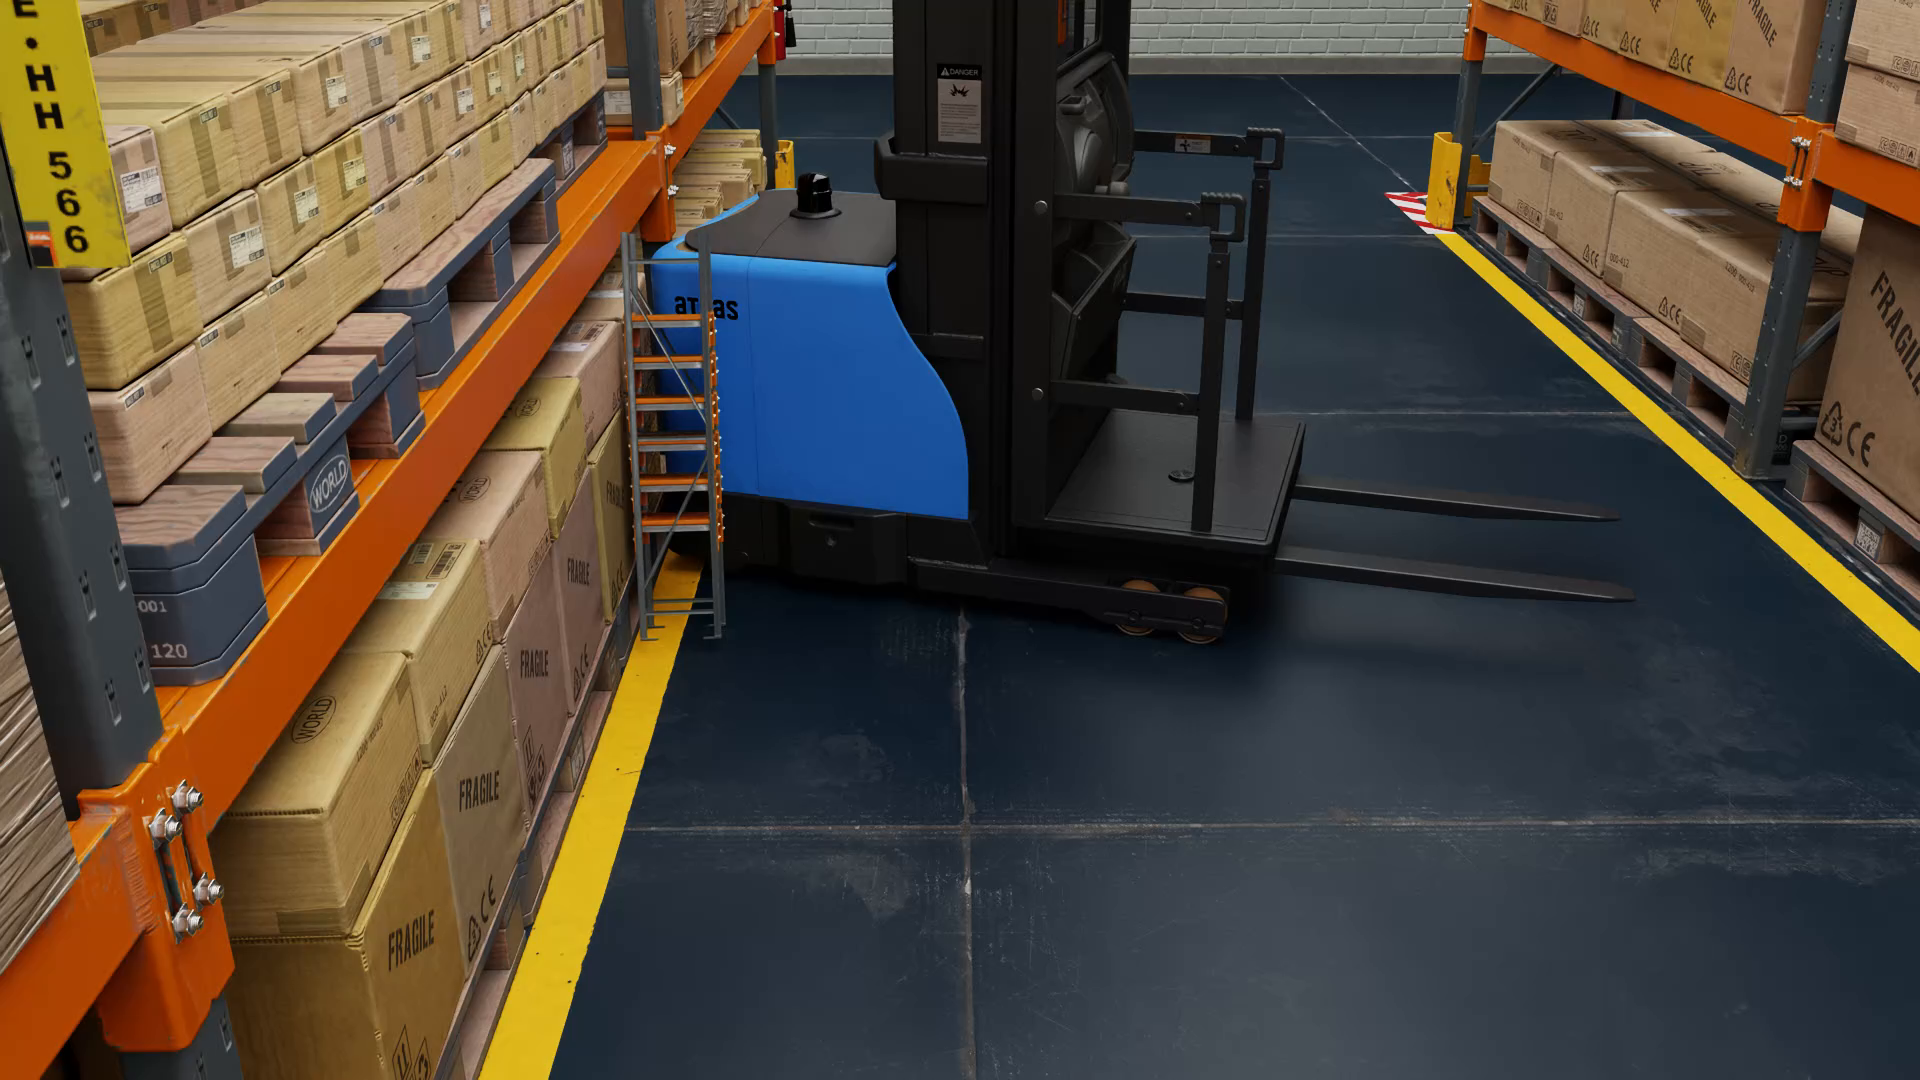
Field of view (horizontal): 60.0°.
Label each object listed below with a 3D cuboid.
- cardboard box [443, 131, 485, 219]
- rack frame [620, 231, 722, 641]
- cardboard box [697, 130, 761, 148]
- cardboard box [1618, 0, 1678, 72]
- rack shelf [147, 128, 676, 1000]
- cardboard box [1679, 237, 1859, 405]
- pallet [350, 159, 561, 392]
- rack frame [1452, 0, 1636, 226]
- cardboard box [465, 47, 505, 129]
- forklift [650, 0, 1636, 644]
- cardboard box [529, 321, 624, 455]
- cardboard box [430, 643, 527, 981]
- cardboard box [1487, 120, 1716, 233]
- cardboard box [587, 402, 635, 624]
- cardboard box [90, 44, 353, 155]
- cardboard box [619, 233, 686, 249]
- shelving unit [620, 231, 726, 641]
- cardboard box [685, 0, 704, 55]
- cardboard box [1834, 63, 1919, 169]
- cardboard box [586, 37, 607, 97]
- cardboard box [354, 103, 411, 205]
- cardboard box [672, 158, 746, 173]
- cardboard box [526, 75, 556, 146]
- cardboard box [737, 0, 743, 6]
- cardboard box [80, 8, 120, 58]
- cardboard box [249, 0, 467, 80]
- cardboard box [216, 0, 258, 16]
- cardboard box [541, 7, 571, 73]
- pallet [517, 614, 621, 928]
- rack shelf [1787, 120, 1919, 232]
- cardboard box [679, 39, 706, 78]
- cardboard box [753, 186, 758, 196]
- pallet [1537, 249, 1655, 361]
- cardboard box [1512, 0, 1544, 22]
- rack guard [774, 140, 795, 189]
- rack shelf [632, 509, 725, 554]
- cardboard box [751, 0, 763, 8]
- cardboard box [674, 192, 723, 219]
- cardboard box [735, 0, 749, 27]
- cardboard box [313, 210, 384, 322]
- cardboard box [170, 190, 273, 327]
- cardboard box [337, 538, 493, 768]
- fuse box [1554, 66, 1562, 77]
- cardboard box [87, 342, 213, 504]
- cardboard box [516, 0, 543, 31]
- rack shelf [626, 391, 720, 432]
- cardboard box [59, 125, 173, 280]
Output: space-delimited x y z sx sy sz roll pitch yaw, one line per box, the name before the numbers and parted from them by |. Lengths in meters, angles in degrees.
cardboard box | -1.285 -0.816 3.709 0.380 0.149 0.250 -1 24 -2
rack frame | -0.844 -0.295 4.875 0.240 1.200 0.006 -2 9 -4
cardboard box | -1.292 -2.143 9.076 0.380 0.149 0.250 0 24 0
cardboard box | 3.149 -2.267 7.001 0.500 0.500 0.500 -1 24 -1
rack shelf | -1.486 -0.396 3.859 1.077 0.370 4.000 0 24 -1
cardboard box | 3.541 -0.895 6.689 0.875 0.438 0.875 -1 24 -1
pallet | -1.527 -0.628 3.732 1.003 0.211 1.213 0 24 -1
rack frame | 3.397 -3.260 9.319 1.000 3.000 0.127 0 24 -1
cardboard box | -1.288 -1.054 3.876 0.380 0.149 0.250 0 24 0
forklift | 0.600 -1.264 4.988 3.031 2.935 1.130 7 25 15
cardboard box | -1.255 -0.425 4.663 0.500 0.250 0.500 1 24 2
cardboard box | -1.226 0.548 3.423 0.500 0.500 0.500 0 24 0
cardboard box | 3.504 -2.013 9.160 0.875 0.438 0.875 -1 24 -2
cardboard box | -1.243 -0.085 4.823 0.500 0.500 0.500 -1 24 -2
cardboard box | -1.282 -0.760 2.864 0.380 0.149 0.250 -1 24 -3
cardboard box | -1.326 -1.180 6.946 0.380 0.149 0.250 -1 24 -2
shelving unit | -0.851 -0.309 4.965 0.258 1.200 0.189 -2 9 -4
cardboard box | -1.274 -2.138 6.356 0.500 0.500 0.500 0 24 -1
cardboard box | 3.182 -1.361 5.302 0.500 0.250 0.500 -1 24 -2
cardboard box | -1.306 -1.462 5.139 0.380 0.149 0.250 -1 24 -2
cardboard box | -1.285 -0.741 3.182 0.380 0.149 0.250 0 24 0
cardboard box | -1.278 -1.826 8.375 0.380 0.149 0.250 -1 24 -3
cardboard box | -1.299 -1.149 4.447 0.380 0.149 0.250 -1 24 -3
cardboard box | -1.274 -2.772 7.758 0.500 0.500 0.500 0 24 0
cardboard box | -1.940 -0.981 3.352 0.380 0.149 0.250 1 24 2
cardboard box | -1.290 -1.084 3.579 0.380 0.149 0.250 -1 24 -1
cardboard box | -1.950 -1.303 4.064 0.380 0.149 0.250 0 24 -1
cardboard box | -1.302 -1.387 4.611 0.380 0.149 0.250 1 24 2
pallet | -1.482 0.547 4.284 1.003 0.211 1.213 0 24 -1
rack shelf | 3.463 -0.460 4.001 1.077 0.370 4.000 0 24 -1
cardboard box | -1.251 -1.984 6.802 0.380 0.149 0.250 0 24 0
cardboard box | -1.253 -1.794 8.666 0.380 0.149 0.250 -1 24 -3
pallet | 3.495 -1.159 8.057 1.003 0.211 1.213 0 24 -1
cardboard box | 3.149 -2.899 8.398 0.500 0.500 0.500 -1 24 -1
rack guard | -1.551 -2.026 9.624 1.175 0.500 0.348 0 24 -1
rack shelf | -0.845 -0.028 5.010 0.258 0.103 0.180 -2 9 -4
cardboard box | -1.265 -2.949 8.935 0.380 0.149 0.250 0 24 0
cardboard box | -1.296 -1.499 7.652 0.380 0.149 0.250 0 24 0
cardboard box | -1.256 -2.638 8.248 0.380 0.149 0.250 0 24 1
cardboard box | -1.278 -0.495 3.000 0.380 0.149 0.250 1 24 2
cardboard box | -1.274 -0.424 2.482 0.380 0.149 0.250 1 24 2
cardboard box | -1.235 0.212 3.256 0.500 0.250 0.500 -1 24 -1
fuse box | 5.414 -4.946 14.610 0.539 1.711 0.414 0 24 -1
cardboard box | -1.267 -0.162 2.264 0.380 0.149 0.250 -1 24 -1
cardboard box | -1.300 -1.406 4.293 0.380 0.149 0.250 0 24 -1
rack shelf | -0.852 -0.383 4.953 0.258 0.103 0.180 -2 9 -4
cardboard box | -1.276 -0.441 2.159 0.380 0.149 0.250 0 24 0
